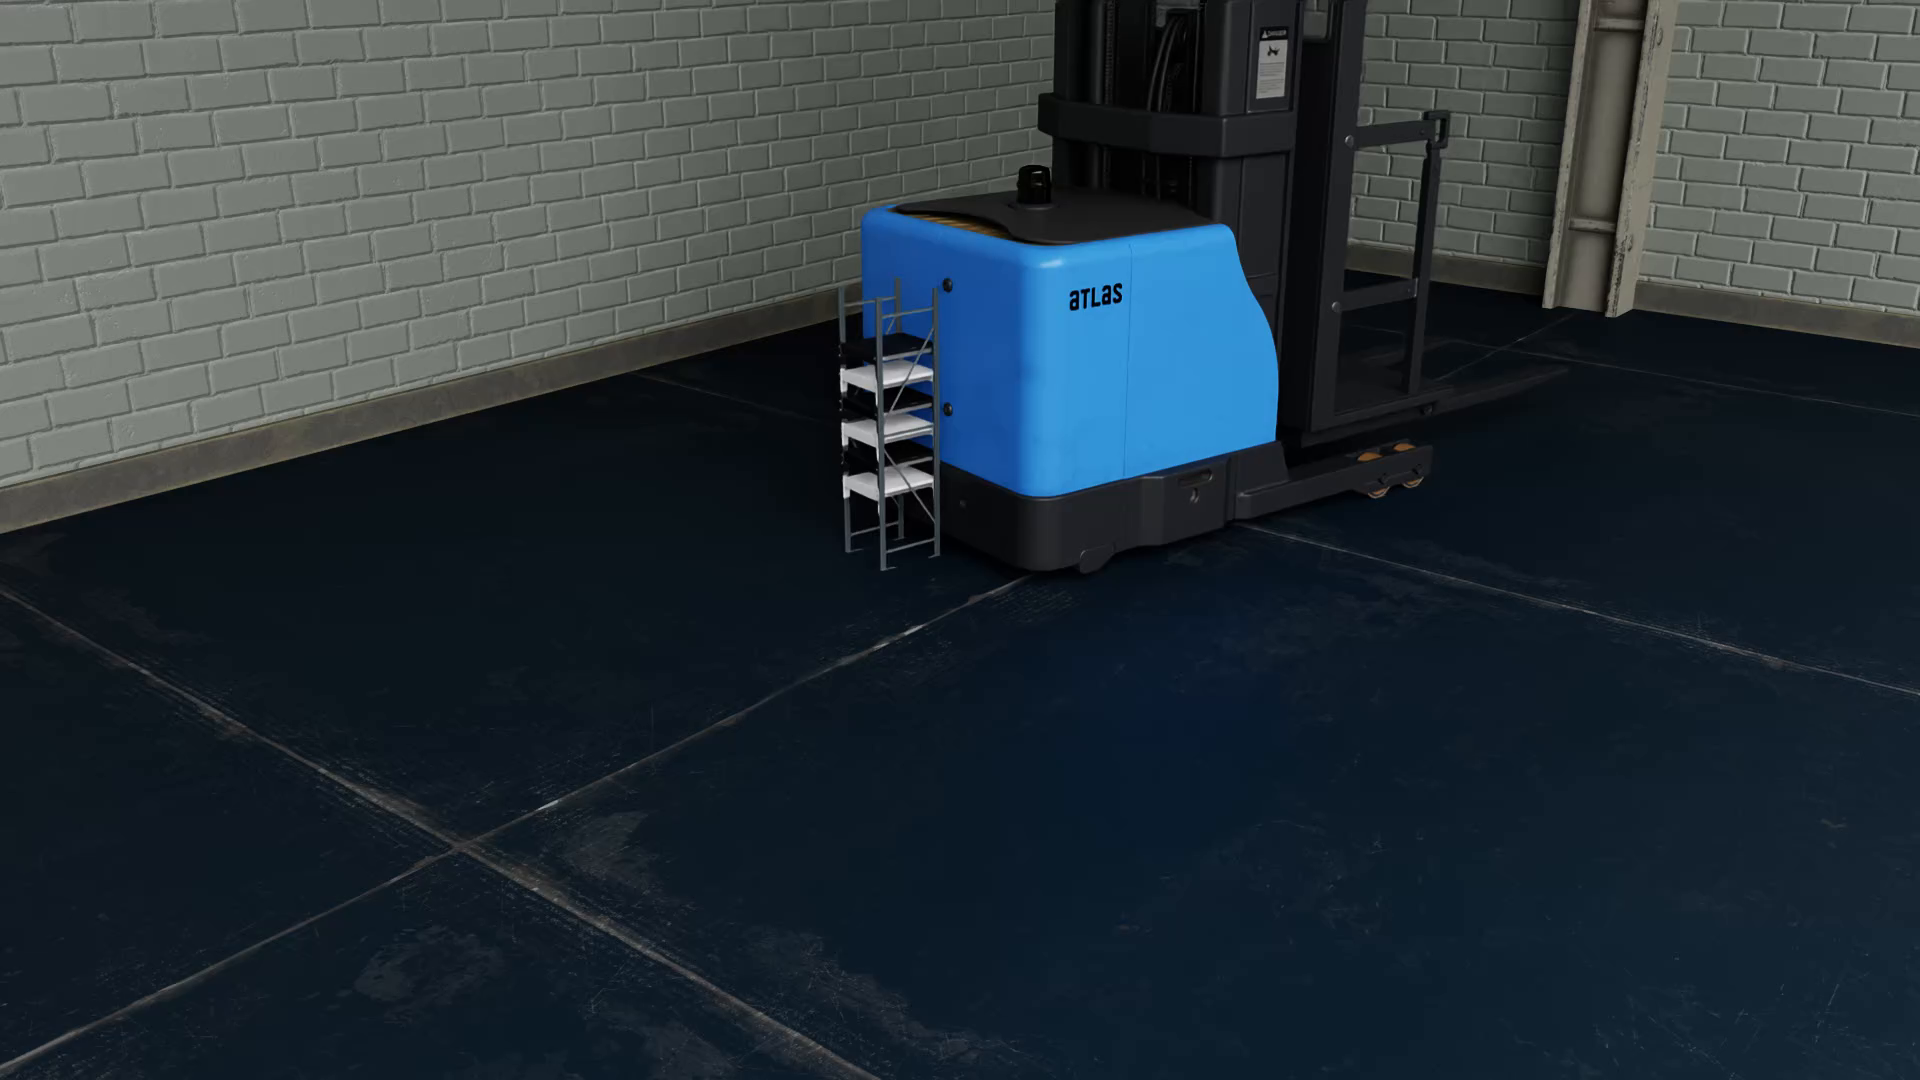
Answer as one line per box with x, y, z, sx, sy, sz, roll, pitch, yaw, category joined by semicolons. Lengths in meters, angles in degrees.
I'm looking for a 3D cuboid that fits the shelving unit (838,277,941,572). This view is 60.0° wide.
-0.225;-0.373;5.382;0.258;0.900;0.210;-15;26;-35;shelving unit

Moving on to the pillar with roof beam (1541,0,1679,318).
0.678;-4.294;4.301;0.400;9.000;9.100;16;26;36;pillar with roof beam

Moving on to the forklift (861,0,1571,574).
1.137;-1.658;5.911;3.031;2.935;1.130;-15;25;-34;forklift

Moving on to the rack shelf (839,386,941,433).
-0.225;-0.426;5.362;0.258;0.077;0.200;-15;26;-35;rack shelf

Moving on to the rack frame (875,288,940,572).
-0.163;-0.345;5.307;0.240;0.900;0.006;-15;26;-35;rack frame

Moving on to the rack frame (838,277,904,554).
-0.288;-0.402;5.458;0.240;0.900;0.006;-15;26;-35;rack frame

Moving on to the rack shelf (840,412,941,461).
-0.225;-0.342;5.394;0.258;0.077;0.200;-15;26;-35;rack shelf

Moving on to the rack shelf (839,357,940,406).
-0.225;-0.510;5.331;0.258;0.077;0.200;-15;26;-35;rack shelf

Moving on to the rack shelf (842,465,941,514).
-0.225;-0.174;5.458;0.258;0.077;0.200;-15;26;-35;rack shelf

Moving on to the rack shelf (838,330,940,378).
-0.225;-0.595;5.299;0.258;0.077;0.200;-15;26;-35;rack shelf

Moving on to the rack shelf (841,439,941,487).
-0.225;-0.258;5.426;0.258;0.077;0.200;-15;26;-35;rack shelf
